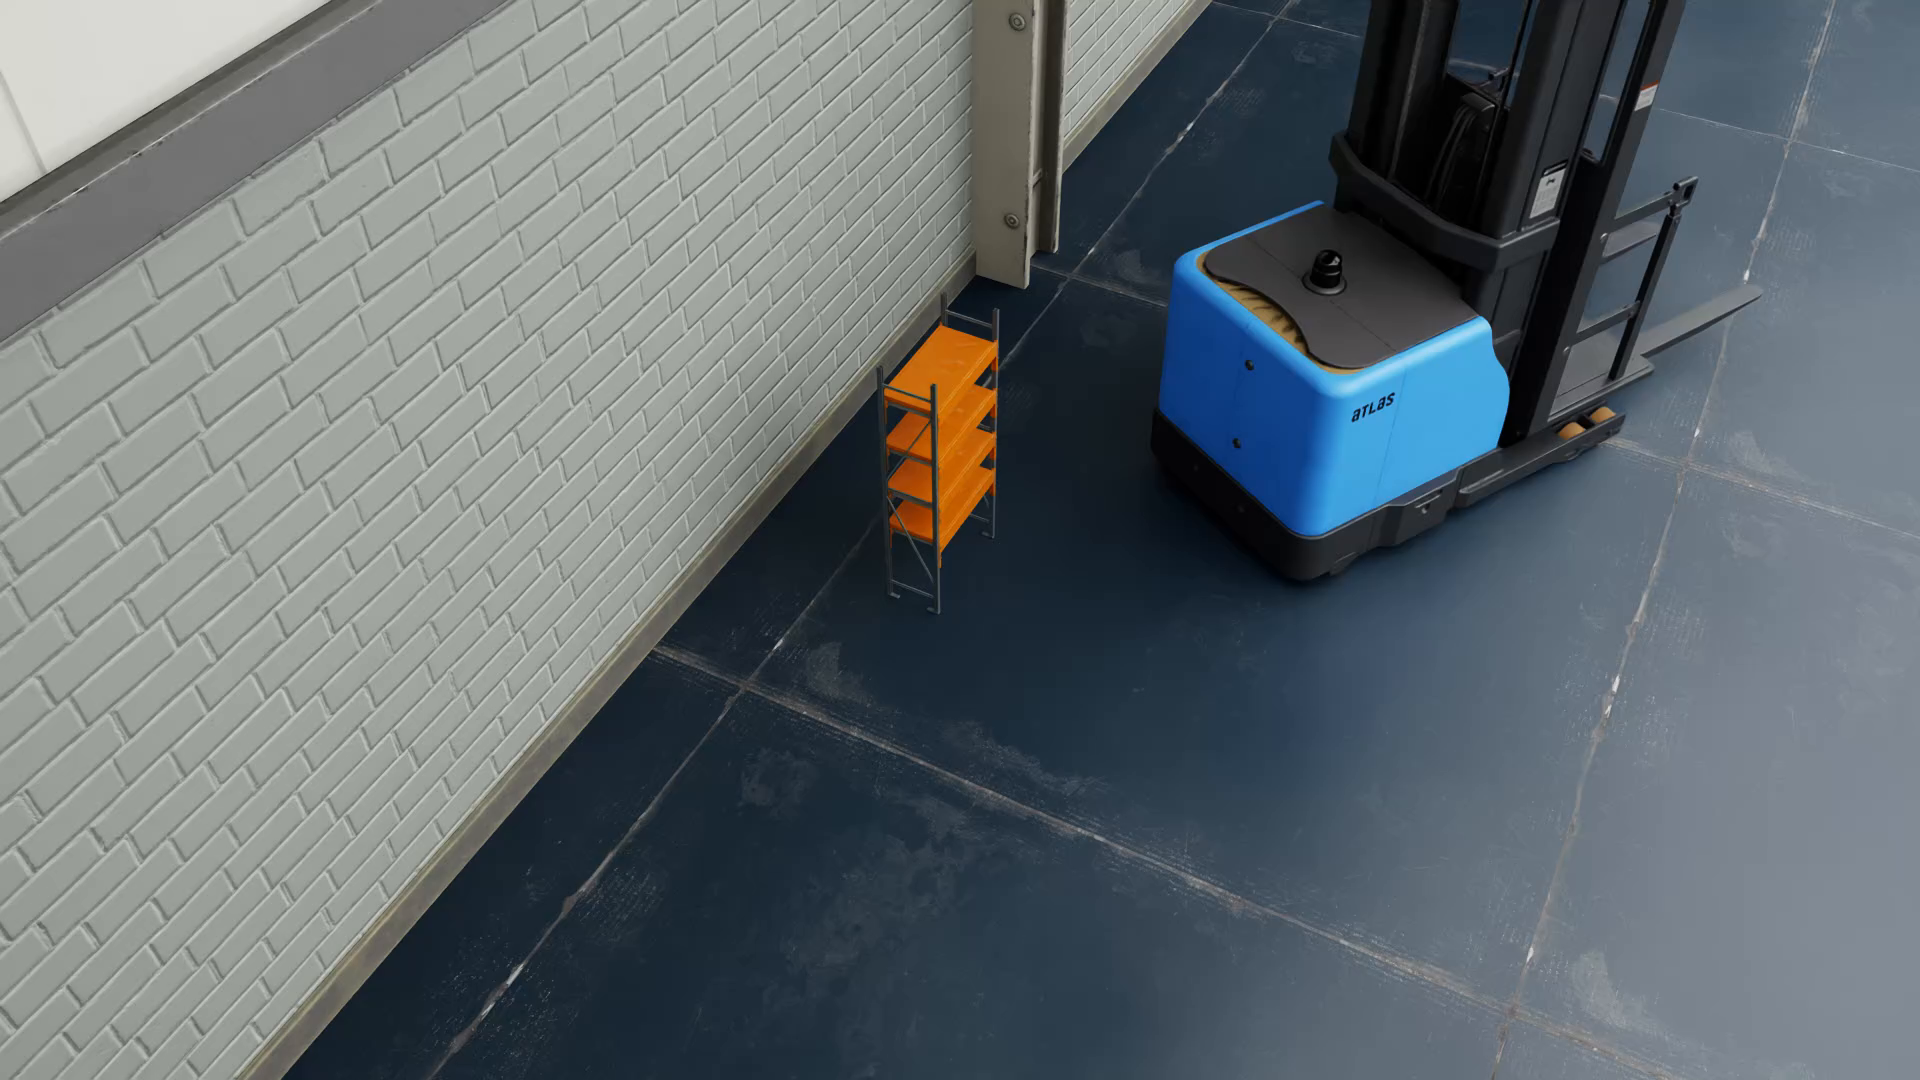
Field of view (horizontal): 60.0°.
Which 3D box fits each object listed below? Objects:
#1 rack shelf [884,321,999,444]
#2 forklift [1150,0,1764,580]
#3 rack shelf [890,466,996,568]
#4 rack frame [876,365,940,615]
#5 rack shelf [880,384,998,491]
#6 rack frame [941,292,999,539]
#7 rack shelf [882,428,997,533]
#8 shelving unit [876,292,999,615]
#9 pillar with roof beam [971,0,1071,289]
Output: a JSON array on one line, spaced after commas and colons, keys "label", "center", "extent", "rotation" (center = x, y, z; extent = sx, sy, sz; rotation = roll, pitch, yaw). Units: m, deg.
[{"label": "rack shelf", "center": [-0.077, -0.594, 6.221], "extent": [0.258, 0.148, 0.480], "rotation": [20, 49, 19]}, {"label": "forklift", "center": [2.358, -1.679, 6.628], "extent": [3.031, 2.935, 1.130], "rotation": [-24, 50, -22]}, {"label": "rack shelf", "center": [-0.077, -0.131, 6.689], "extent": [0.258, 0.148, 0.480], "rotation": [20, 49, 19]}, {"label": "rack frame", "center": [-0.190, -0.164, 6.348], "extent": [0.240, 1.200, 0.015], "rotation": [20, 49, 19]}, {"label": "rack shelf", "center": [-0.077, -0.427, 6.389], "extent": [0.258, 0.148, 0.480], "rotation": [20, 49, 19]}, {"label": "rack frame", "center": [0.036, -0.471, 6.652], "extent": [0.240, 1.200, 0.015], "rotation": [20, 49, 19]}, {"label": "rack shelf", "center": [-0.077, -0.270, 6.548], "extent": [0.258, 0.148, 0.480], "rotation": [20, 49, 19]}, {"label": "shelving unit", "center": [-0.077, -0.317, 6.500], "extent": [0.258, 1.200, 0.503], "rotation": [20, 49, 19]}, {"label": "pillar with roof beam", "center": [4.089, -3.163, 3.829], "extent": [9.100, 9.000, 0.400], "rotation": [20, 49, 19]}]
